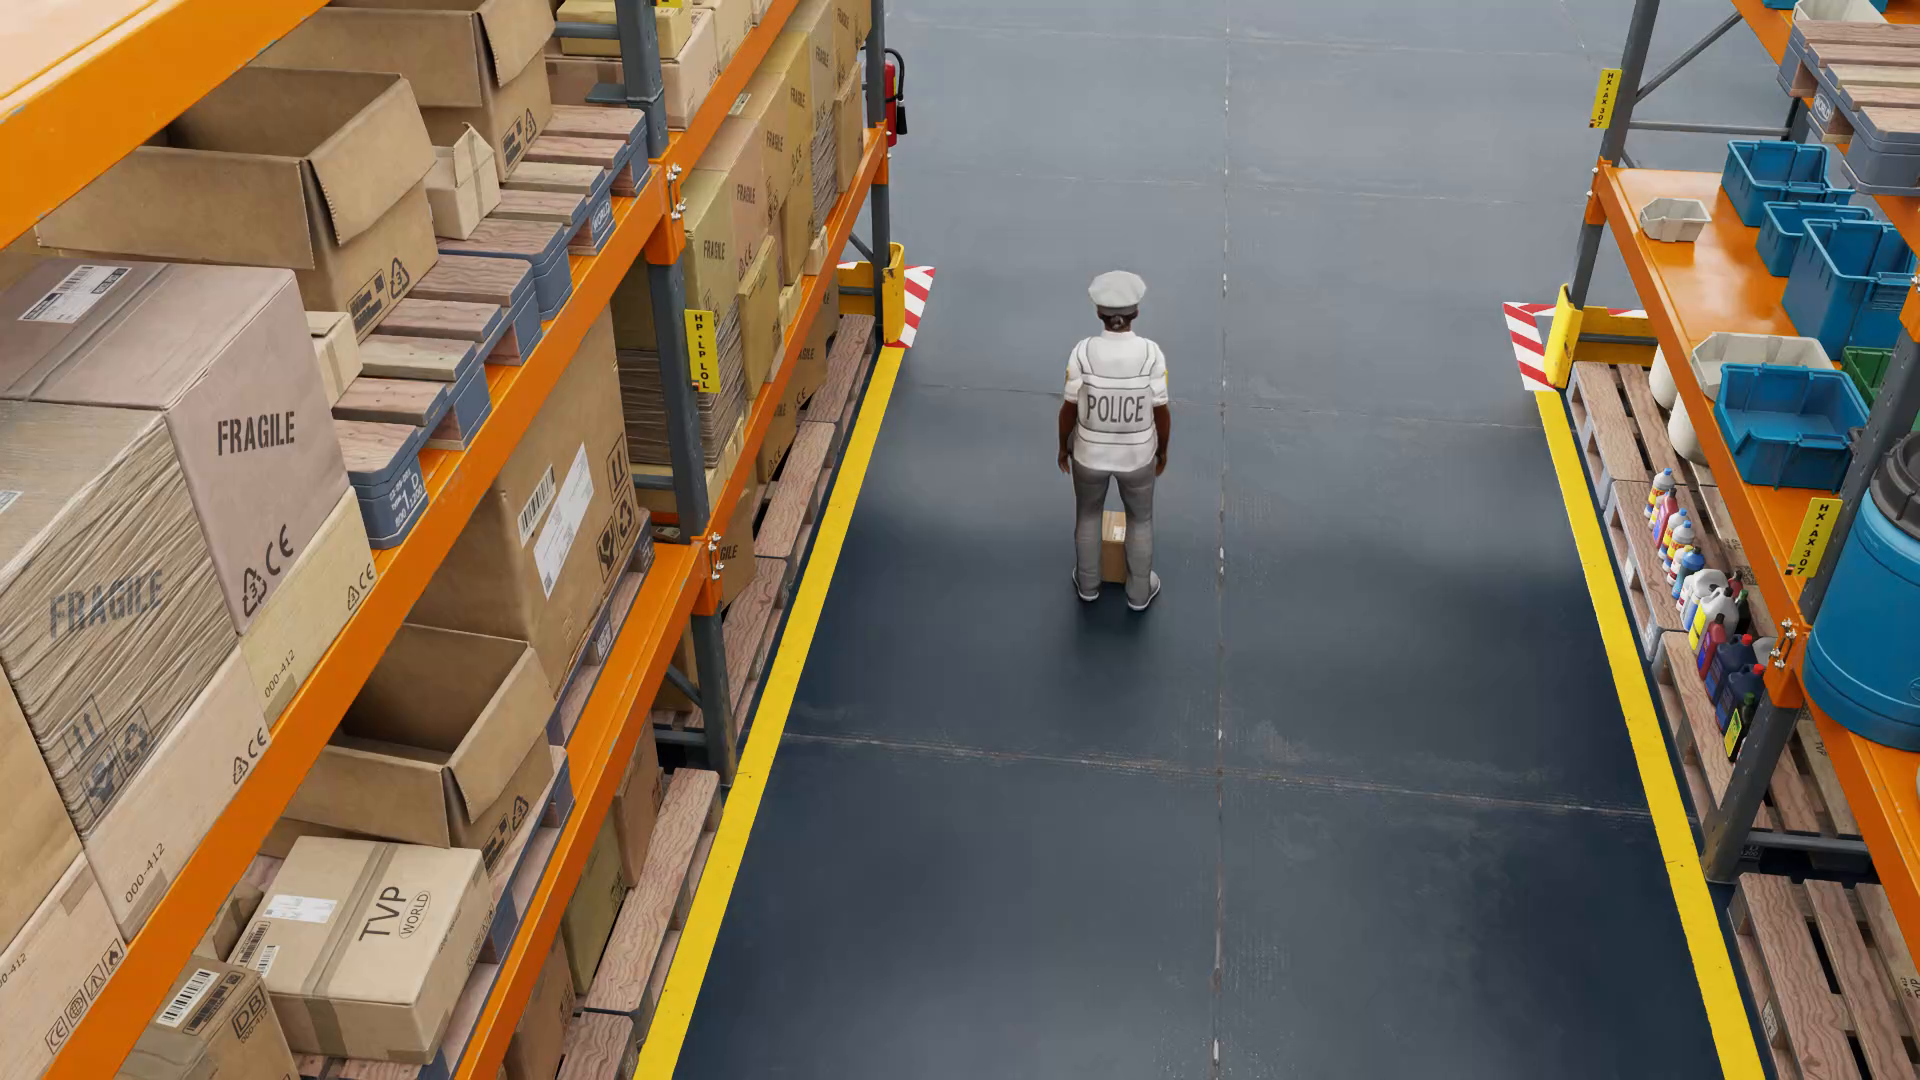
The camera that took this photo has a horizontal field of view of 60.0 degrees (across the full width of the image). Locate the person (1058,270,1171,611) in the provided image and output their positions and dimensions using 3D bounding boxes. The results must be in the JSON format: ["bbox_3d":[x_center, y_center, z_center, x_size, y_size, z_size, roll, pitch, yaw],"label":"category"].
[{"bbox_3d":[0.709,-0.407,7.591,0.522,1.659,0.417,4,36,5],"label":"person"}]
